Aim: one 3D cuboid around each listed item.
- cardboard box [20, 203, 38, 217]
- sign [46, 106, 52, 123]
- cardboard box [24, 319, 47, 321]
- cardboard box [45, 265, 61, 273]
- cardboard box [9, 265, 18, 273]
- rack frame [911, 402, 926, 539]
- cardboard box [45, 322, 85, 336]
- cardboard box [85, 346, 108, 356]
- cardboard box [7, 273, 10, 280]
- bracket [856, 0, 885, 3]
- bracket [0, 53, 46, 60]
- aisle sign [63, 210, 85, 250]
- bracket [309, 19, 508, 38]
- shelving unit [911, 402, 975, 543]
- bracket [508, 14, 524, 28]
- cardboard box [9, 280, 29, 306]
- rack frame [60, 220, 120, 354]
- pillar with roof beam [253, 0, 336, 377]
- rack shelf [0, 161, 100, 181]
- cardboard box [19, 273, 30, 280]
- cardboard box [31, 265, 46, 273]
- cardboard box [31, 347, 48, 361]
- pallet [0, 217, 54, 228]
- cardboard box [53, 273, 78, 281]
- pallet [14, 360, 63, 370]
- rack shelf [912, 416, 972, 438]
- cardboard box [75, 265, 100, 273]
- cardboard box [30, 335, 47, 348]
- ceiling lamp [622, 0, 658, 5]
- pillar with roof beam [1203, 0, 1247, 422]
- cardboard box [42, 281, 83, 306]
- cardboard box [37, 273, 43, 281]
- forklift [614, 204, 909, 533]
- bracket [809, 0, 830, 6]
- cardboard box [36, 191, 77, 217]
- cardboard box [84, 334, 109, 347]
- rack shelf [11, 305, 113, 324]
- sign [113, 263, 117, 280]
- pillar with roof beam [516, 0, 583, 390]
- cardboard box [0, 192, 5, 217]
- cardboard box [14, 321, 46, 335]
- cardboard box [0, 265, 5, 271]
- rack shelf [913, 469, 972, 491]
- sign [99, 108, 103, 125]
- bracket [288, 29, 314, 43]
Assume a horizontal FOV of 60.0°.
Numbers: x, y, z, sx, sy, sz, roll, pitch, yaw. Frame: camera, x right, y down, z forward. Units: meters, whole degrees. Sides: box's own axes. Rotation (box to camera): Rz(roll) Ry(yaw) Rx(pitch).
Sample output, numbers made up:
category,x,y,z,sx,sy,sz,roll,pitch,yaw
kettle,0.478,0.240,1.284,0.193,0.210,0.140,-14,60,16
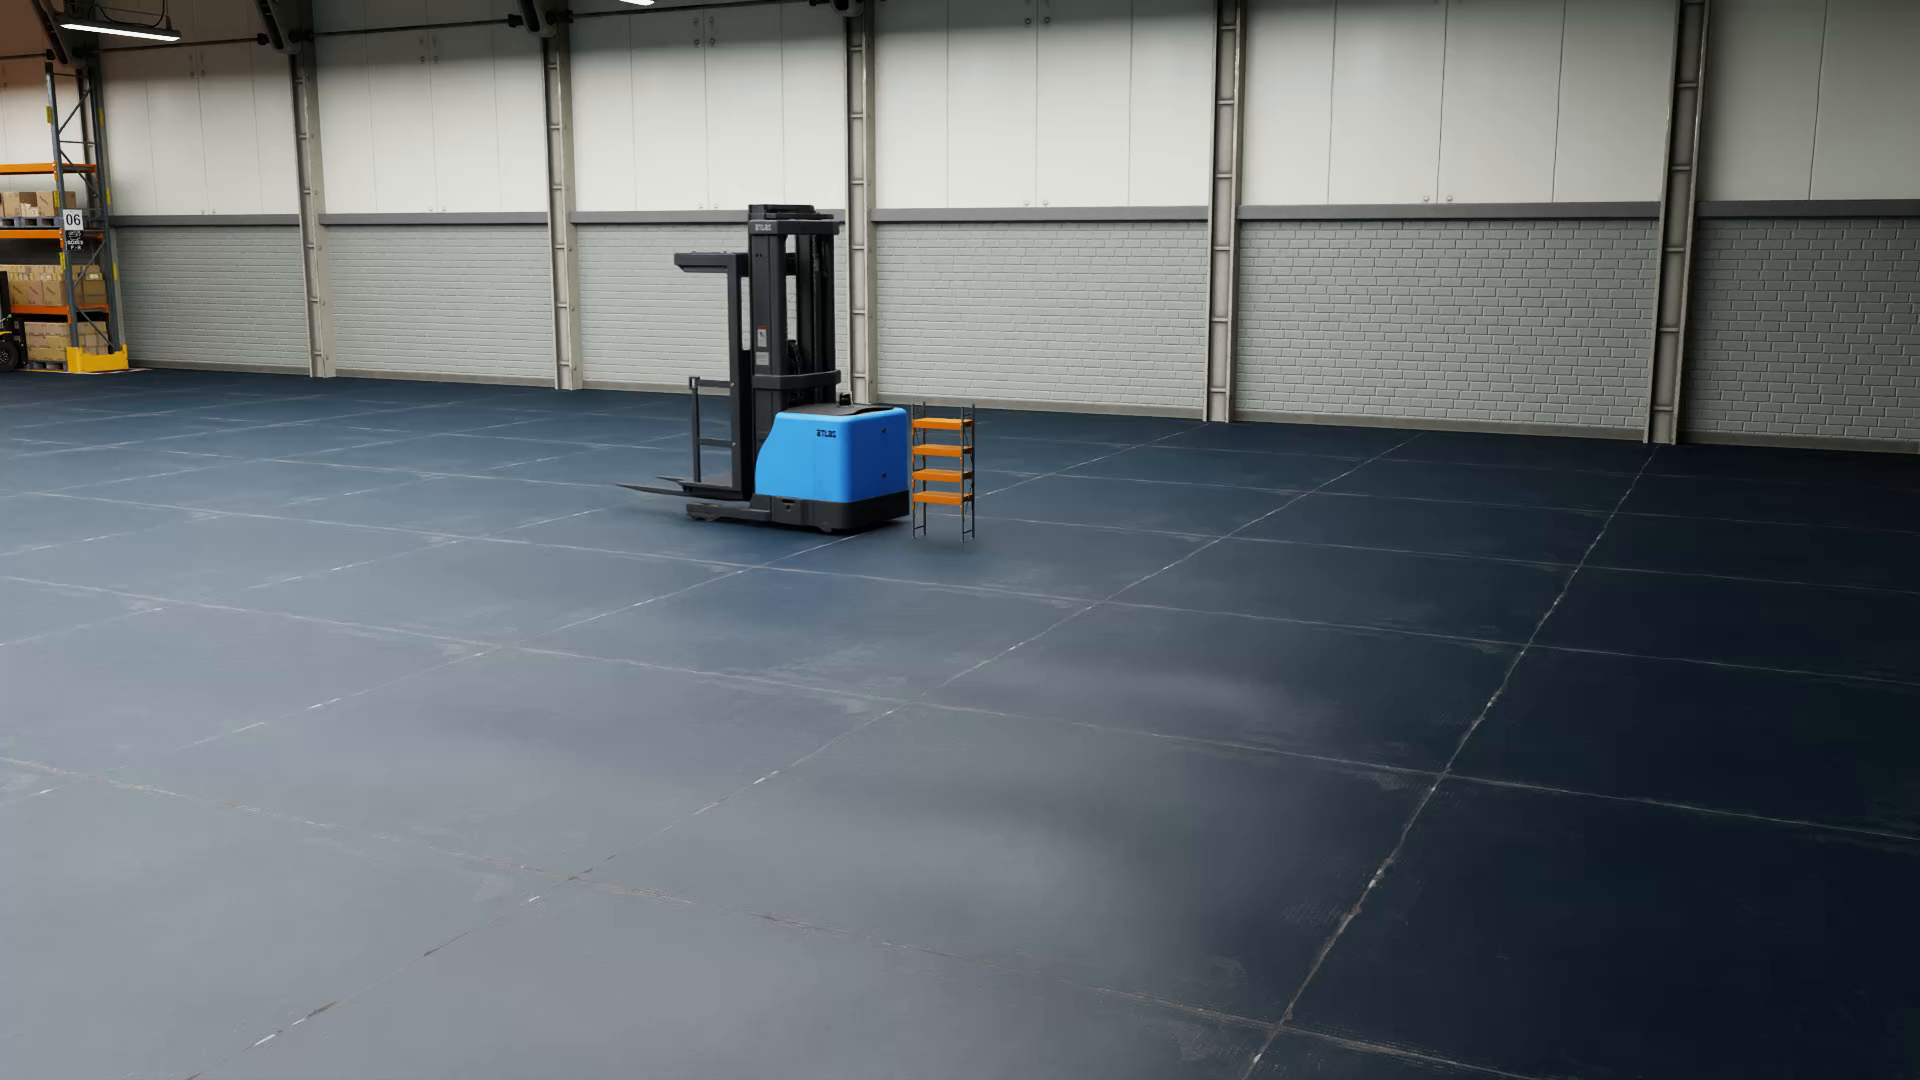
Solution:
category,x,y,z,sx,sy,sz,roll,pitch,yaw
cardboard box,-18.602,-6.623,33.395,0.258,0.266,0.396,5,11,26
sign,-17.750,-8.285,32.396,0.005,0.325,0.100,5,11,26
cardboard box,-19.194,-4.455,34.659,0.500,0.250,0.500,5,11,25
cardboard box,-18.146,-5.444,33.450,0.250,0.149,0.380,5,11,26
cardboard box,-19.100,-5.514,33.837,0.250,0.149,0.380,5,12,27
rack frame,-0.367,-0.623,14.802,0.015,1.200,0.240,5,11,26
cardboard box,-18.048,-4.252,33.537,0.500,0.250,0.500,5,12,28
cardboard box,-17.851,-3.844,34.087,0.500,0.250,0.500,5,11,26
cardboard box,-19.277,-5.402,34.056,0.250,0.149,0.380,5,11,25
bracket,-1.365,-8.334,25.406,0.430,0.232,0.235,5,11,26
bracket,-20.562,-10.021,34.726,4.783,0.066,0.076,5,11,26
aisle sign,-17.568,-6.147,32.974,0.004,0.787,0.394,5,11,26
bracket,-9.801,-9.076,29.501,4.783,0.066,0.076,5,11,26
shelving unit,-0.148,-0.603,14.695,0.503,1.200,0.258,5,11,26
bracket,-7.490,-8.873,28.380,0.430,0.232,0.235,5,11,26
cardboard box,-18.975,-5.049,33.924,0.500,0.500,0.500,5,11,25
rack frame,-17.497,-4.920,33.493,0.127,3.000,1.000,5,11,26
pillar with roof beam,-14.247,-6.911,27.646,0.548,9.000,9.100,5,11,26
rack shelf,-19.290,-7.479,33.930,4.000,0.370,1.077,5,11,26
cardboard box,-18.857,-5.352,33.775,0.250,0.149,0.380,5,11,24
cardboard box,-18.583,-5.492,33.714,0.250,0.149,0.380,5,11,26
cardboard box,-18.500,-3.801,33.852,0.500,0.250,0.500,5,11,26
pallet,-19.218,-6.508,34.095,1.213,0.211,1.003,5,11,26
cardboard box,-17.932,-5.271,33.330,0.250,0.149,0.380,5,11,27
pallet,-19.291,-3.698,34.570,1.213,0.211,1.003,5,11,26
rack shelf,-0.148,-0.990,14.625,0.480,0.148,0.258,5,11,26
cardboard box,-17.704,-5.496,33.735,0.250,0.149,0.380,5,11,25
cardboard box,-18.517,-4.050,33.820,0.500,0.250,0.500,5,11,25
ceiling lamp,-4.555,-8.843,21.934,0.800,3.185,2.000,5,11,26
pillar with roof beam,1.895,-5.492,19.809,0.400,9.000,9.100,5,11,26
cardboard box,-18.054,-4.966,33.467,0.500,0.500,0.500,5,11,25
cardboard box,-18.380,-5.317,33.582,0.250,0.149,0.380,5,12,27
forklift,-1.995,-1.684,15.806,3.031,2.935,1.130,6,12,32
bracket,-2.110,-8.400,25.767,0.430,0.232,0.235,5,11,26
cardboard box,-18.002,-6.697,33.149,0.500,0.500,0.500,5,12,28
cardboard box,-17.827,-4.090,34.044,0.500,0.250,0.500,5,12,27
rack shelf,-19.290,-4.724,34.428,4.000,0.370,1.077,5,11,26
sign,-17.246,-5.473,33.896,0.005,0.325,0.100,5,11,26
pillar with roof beam,-8.866,-6.438,25.034,0.548,9.000,9.100,5,11,26
cardboard box,-19.384,-6.848,33.971,0.637,0.503,0.797,5,12,28
cardboard box,-18.965,-4.330,33.965,0.500,0.250,0.500,5,11,27
cardboard box,-19.508,-5.572,34.157,0.250,0.149,0.380,5,11,26
rack shelf,-0.148,-0.537,14.707,0.480,0.148,0.258,5,11,26
sign,-17.246,-8.498,33.349,0.005,0.325,0.100,5,11,26
bracket,-12.127,-9.280,30.631,0.430,0.232,0.235,5,11,26
